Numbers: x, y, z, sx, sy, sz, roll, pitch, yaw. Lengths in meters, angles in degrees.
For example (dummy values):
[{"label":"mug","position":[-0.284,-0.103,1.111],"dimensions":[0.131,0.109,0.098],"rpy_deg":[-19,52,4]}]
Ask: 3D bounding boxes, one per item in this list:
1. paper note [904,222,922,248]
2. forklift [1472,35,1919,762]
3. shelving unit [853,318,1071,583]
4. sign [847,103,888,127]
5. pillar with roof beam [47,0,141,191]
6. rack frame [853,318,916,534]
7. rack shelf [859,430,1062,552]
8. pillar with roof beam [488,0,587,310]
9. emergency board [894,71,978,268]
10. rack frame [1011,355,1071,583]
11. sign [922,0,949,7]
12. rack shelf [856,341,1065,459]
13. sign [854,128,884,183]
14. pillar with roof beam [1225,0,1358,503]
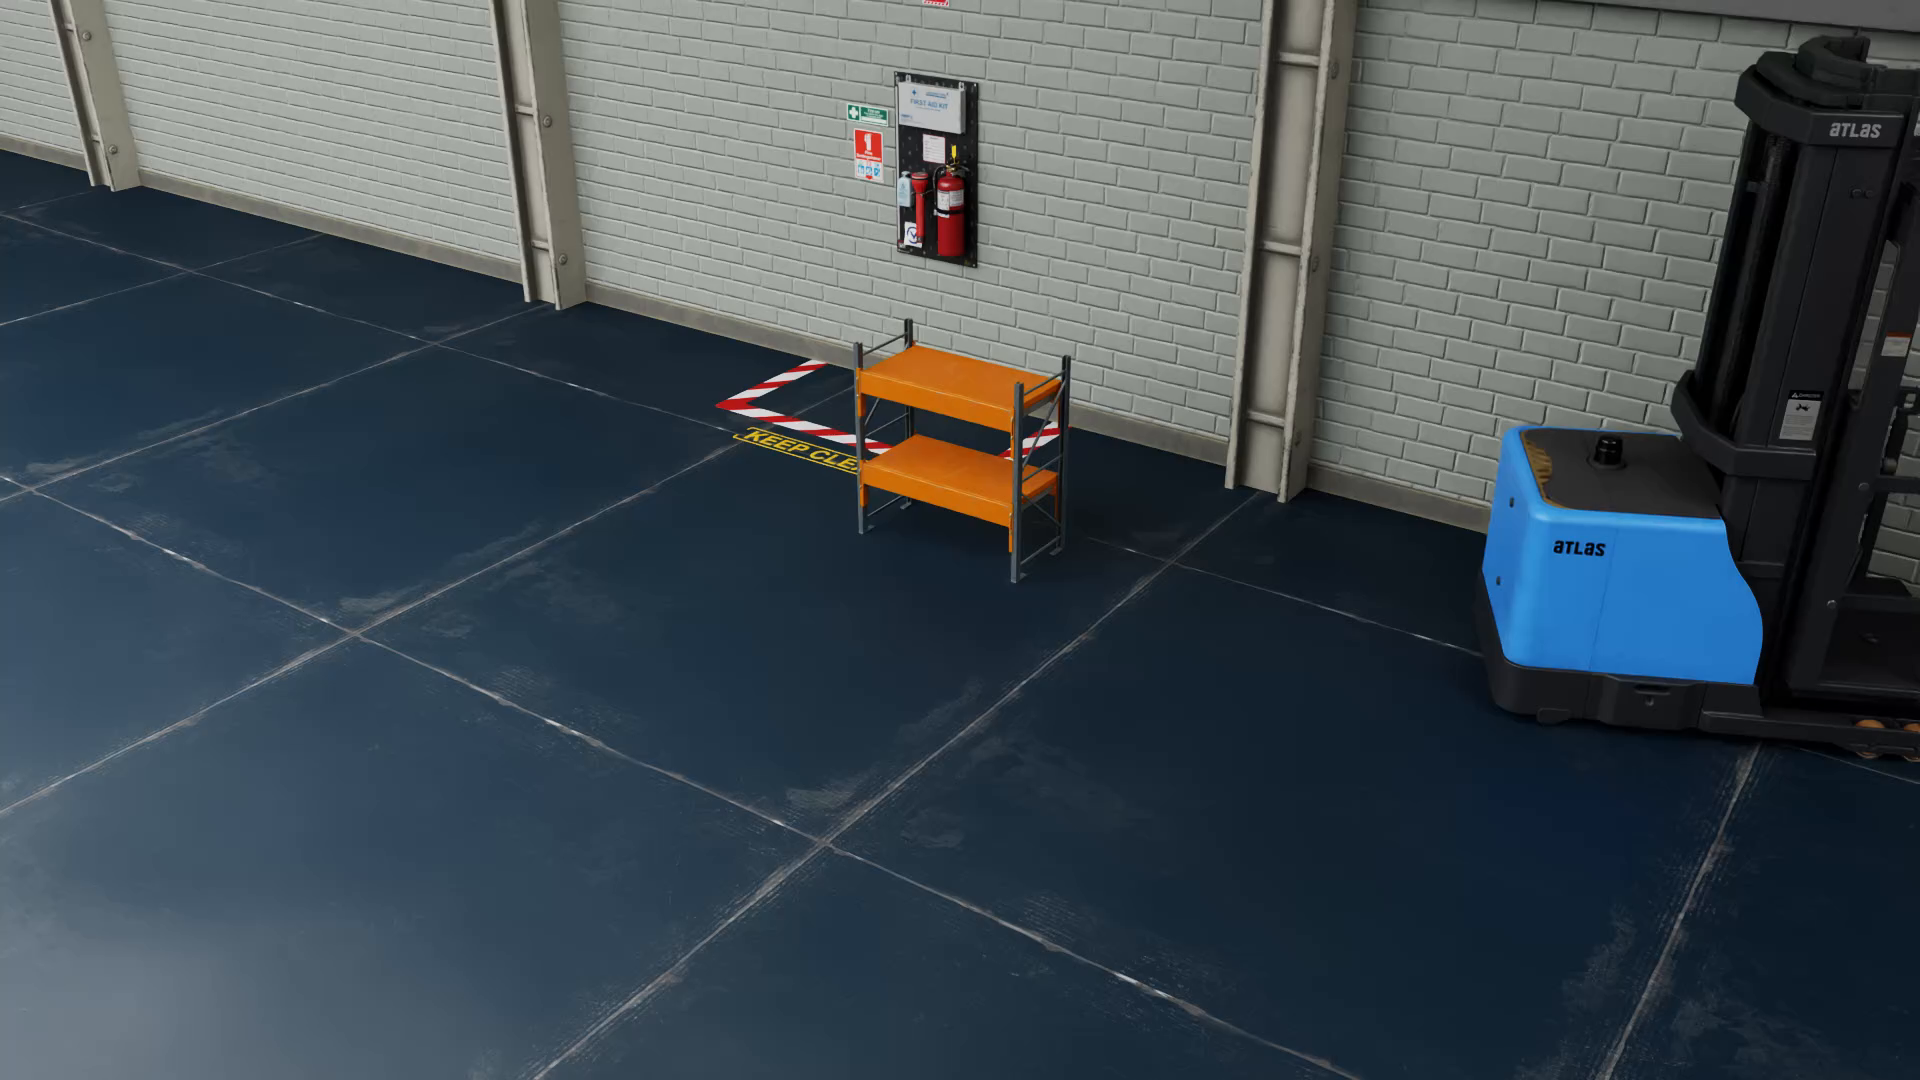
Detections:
[{"label":"paper note","position":[-0.304,-1.986,10.816],"dimensions":[0.142,0.148,0.016],"rpy_deg":[17,32,30]},{"label":"forklift","position":[4.015,-0.588,7.174],"dimensions":[3.031,2.935,1.130],"rpy_deg":[4,27,8]},{"label":"shelving unit","position":[0.006,-0.500,8.991],"dimensions":[1.048,1.125,0.538],"rpy_deg":[17,32,30]},{"label":"sign","position":[-0.596,-2.735,10.693],"dimensions":[0.331,0.109,0.001],"rpy_deg":[17,32,30]},{"label":"pillar with roof beam","position":[-10.511,-5.804,10.733],"dimensions":[0.400,9.000,9.100],"rpy_deg":[17,32,30]},{"label":"rack frame","position":[-0.413,-0.630,9.248],"dimensions":[0.032,1.125,0.500],"rpy_deg":[17,32,30]},{"label":"rack shelf","position":[0.006,-0.282,9.102],"dimensions":[1.000,0.278,0.538],"rpy_deg":[17,32,30]},{"label":"pillar with roof beam","position":[-5.565,-4.263,7.705],"dimensions":[0.400,9.000,9.100],"rpy_deg":[17,32,30]},{"label":"emergency board","position":[-0.197,-2.307,10.476],"dimensions":[0.643,1.169,0.194],"rpy_deg":[17,32,30]},{"label":"rack frame","position":[0.425,-0.369,8.735],"dimensions":[0.032,1.125,0.500],"rpy_deg":[17,32,30]},{"label":"sign","position":[-0.147,-3.379,10.027],"dimensions":[0.199,0.298,0.001],"rpy_deg":[17,32,30]},{"label":"rack shelf","position":[0.006,-0.760,8.859],"dimensions":[1.000,0.278,0.538],"rpy_deg":[17,32,30]},{"label":"sign","position":[-0.595,-2.503,10.823],"dimensions":[0.234,0.329,0.001],"rpy_deg":[17,32,30]},{"label":"pillar with roof beam","position":[-0.619,-2.722,4.678],"dimensions":[0.400,9.000,9.100],"rpy_deg":[17,32,30]}]
